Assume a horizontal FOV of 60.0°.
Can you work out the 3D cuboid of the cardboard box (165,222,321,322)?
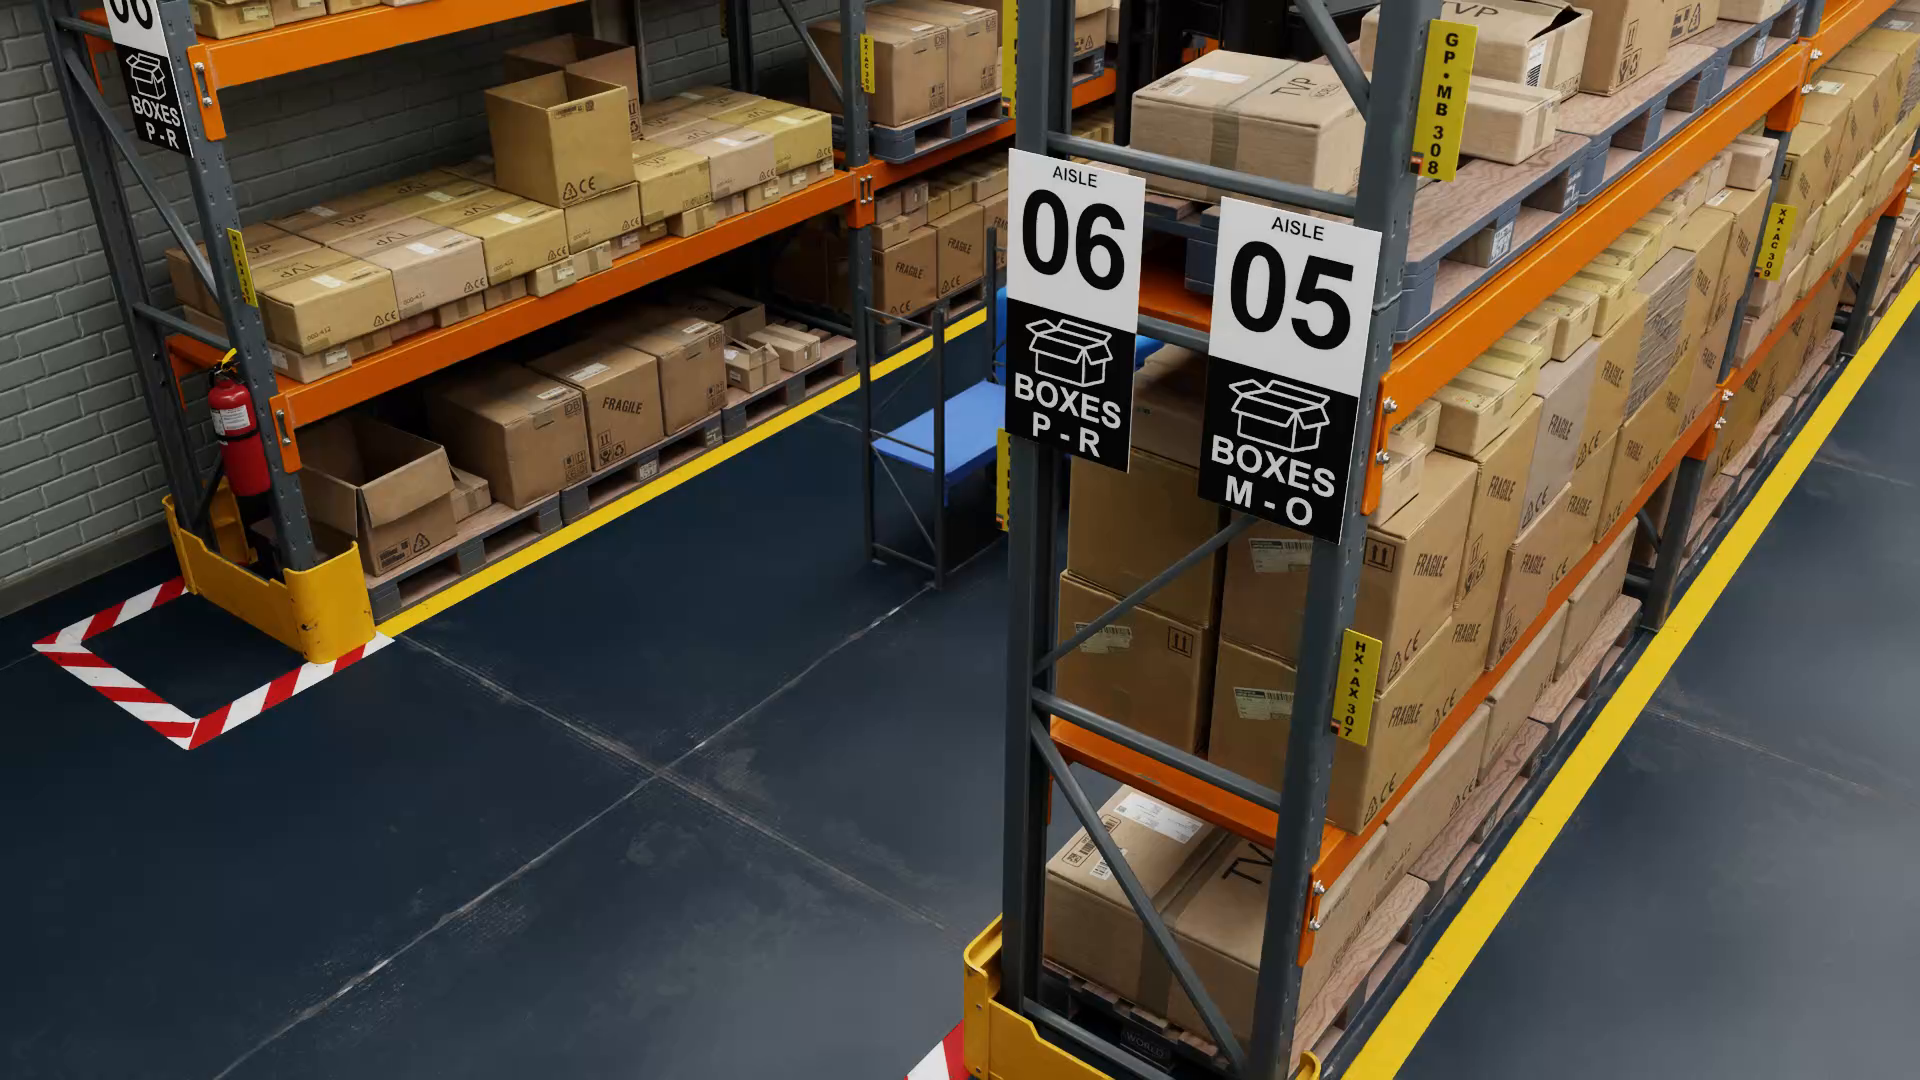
[{"bbox_3d":[-3.323,-1.247,7.767,0.500,0.250,0.500,22,37,33],"label":"cardboard box"}]

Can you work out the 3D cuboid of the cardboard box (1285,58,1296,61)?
[{"bbox_3d":[2.622,-4.116,14.671,0.875,0.625,0.625,19,36,29],"label":"cardboard box"}]

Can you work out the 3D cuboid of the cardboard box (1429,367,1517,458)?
[{"bbox_3d":[1.355,-0.398,4.765,0.380,0.149,0.250,22,37,33],"label":"cardboard box"}]

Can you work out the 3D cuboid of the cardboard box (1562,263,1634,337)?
[{"bbox_3d":[1.975,-0.817,5.472,0.380,0.149,0.250,20,36,30],"label":"cardboard box"}]

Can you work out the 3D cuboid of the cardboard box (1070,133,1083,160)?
[{"bbox_3d":[0.664,-2.863,12.043,0.380,0.149,0.250,21,36,31],"label":"cardboard box"}]

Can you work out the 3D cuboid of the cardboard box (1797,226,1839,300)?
[{"bbox_3d":[4.094,-1.462,8.421,0.500,0.250,0.500,21,36,31],"label":"cardboard box"}]

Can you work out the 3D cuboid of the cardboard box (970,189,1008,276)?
[{"bbox_3d":[0.115,-2.194,11.550,0.500,0.500,0.500,20,36,30],"label":"cardboard box"}]

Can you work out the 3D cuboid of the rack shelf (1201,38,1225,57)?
[{"bbox_3d":[2.647,-4.670,14.393,1.077,0.370,4.000,21,37,31],"label":"rack shelf"}]

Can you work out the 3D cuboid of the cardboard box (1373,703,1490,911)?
[{"bbox_3d":[1.435,0.860,6.459,0.875,0.438,0.875,22,37,33],"label":"cardboard box"}]

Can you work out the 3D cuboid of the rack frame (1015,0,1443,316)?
[{"bbox_3d":[0.570,-1.969,3.246,1.000,3.000,0.127,21,37,31],"label":"rack frame"}]

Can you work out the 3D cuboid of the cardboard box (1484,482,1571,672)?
[{"bbox_3d":[1.694,0.046,5.631,0.500,0.500,0.500,21,37,31],"label":"cardboard box"}]

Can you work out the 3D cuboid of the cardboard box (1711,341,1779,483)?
[{"bbox_3d":[3.835,-0.927,9.044,0.875,0.875,0.875,22,37,33],"label":"cardboard box"}]

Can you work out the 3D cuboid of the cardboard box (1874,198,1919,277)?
[{"bbox_3d":[6.188,-2.219,11.718,0.950,0.372,0.625,20,36,30],"label":"cardboard box"}]

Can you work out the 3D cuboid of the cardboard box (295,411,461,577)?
[{"bbox_3d":[-2.944,-0.241,8.251,0.797,0.503,0.637,20,36,29],"label":"cardboard box"}]

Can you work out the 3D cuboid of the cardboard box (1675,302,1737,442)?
[{"bbox_3d":[2.909,-0.790,7.043,0.500,0.500,0.500,21,37,32],"label":"cardboard box"}]

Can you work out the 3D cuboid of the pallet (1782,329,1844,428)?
[{"bbox_3d":[4.864,-1.143,10.472,1.003,0.211,1.213,21,37,31],"label":"pallet"}]

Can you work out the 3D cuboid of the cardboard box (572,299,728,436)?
[{"bbox_3d":[-1.771,-0.997,9.529,0.700,0.500,0.500,20,36,30],"label":"cardboard box"}]

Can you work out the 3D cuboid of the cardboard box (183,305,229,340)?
[{"bbox_3d":[-3.403,-1.024,7.782,0.380,0.149,0.250,21,36,31],"label":"cardboard box"}]

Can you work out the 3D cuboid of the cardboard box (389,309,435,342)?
[{"bbox_3d":[-2.724,-1.091,7.895,0.380,0.149,0.250,21,36,31],"label":"cardboard box"}]

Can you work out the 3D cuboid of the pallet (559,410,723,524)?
[{"bbox_3d":[-2.126,-0.564,9.494,1.003,0.211,1.213,21,37,31],"label":"pallet"}]

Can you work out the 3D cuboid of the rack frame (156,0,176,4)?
[{"bbox_3d":[-3.389,-3.495,5.821,1.000,3.000,0.127,21,37,31],"label":"rack frame"}]

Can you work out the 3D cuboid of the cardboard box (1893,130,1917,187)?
[{"bbox_3d":[5.301,-2.290,9.819,0.500,0.250,0.500,20,36,30],"label":"cardboard box"}]

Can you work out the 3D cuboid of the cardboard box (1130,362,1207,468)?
[{"bbox_3d":[0.627,-0.348,4.680,0.380,0.149,0.250,22,37,32],"label":"cardboard box"}]

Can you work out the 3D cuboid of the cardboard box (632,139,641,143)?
[{"bbox_3d":[-2.099,-2.070,9.157,0.500,0.250,0.500,22,37,32],"label":"cardboard box"}]

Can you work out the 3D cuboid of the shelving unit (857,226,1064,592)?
[{"bbox_3d":[0.033,-0.673,8.415,0.538,1.500,1.048,22,37,32],"label":"shelving unit"}]

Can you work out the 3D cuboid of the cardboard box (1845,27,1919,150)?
[{"bbox_3d":[4.688,-2.412,8.799,0.500,0.500,0.500,21,37,31],"label":"cardboard box"}]

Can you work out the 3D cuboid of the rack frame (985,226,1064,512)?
[{"bbox_3d":[0.344,-0.878,8.761,0.500,1.500,0.032,22,37,32],"label":"rack frame"}]

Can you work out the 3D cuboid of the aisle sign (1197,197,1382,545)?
[{"bbox_3d":[0.758,-0.388,3.913,0.394,0.787,0.004,21,37,31],"label":"aisle sign"}]

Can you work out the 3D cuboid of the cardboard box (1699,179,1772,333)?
[{"bbox_3d":[2.920,-1.211,6.772,0.500,0.500,0.500,21,36,31],"label":"cardboard box"}]

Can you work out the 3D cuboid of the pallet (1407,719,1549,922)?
[{"bbox_3d":[1.728,0.968,6.909,1.003,0.211,1.213,21,37,31],"label":"pallet"}]

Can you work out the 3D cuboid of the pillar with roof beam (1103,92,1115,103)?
[{"bbox_3d":[4.941,-6.229,10.435,9.100,9.000,0.400,21,37,31],"label":"pillar with roof beam"}]

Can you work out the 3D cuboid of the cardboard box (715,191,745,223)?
[{"bbox_3d":[-1.423,-1.901,9.262,0.380,0.149,0.250,22,37,33],"label":"cardboard box"}]

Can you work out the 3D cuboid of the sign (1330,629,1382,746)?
[{"bbox_3d":[1.009,0.378,4.243,0.100,0.325,0.005,21,37,31],"label":"sign"}]

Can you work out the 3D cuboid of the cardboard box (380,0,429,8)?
[{"bbox_3d":[-2.473,-2.438,7.226,0.380,0.149,0.250,22,37,32],"label":"cardboard box"}]

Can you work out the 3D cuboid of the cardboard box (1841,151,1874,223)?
[{"bbox_3d":[4.397,-1.881,8.638,0.500,0.250,0.500,20,36,30],"label":"cardboard box"}]

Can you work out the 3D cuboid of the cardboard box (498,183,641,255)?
[{"bbox_3d":[-2.001,-1.706,8.542,0.500,0.250,0.500,20,36,30],"label":"cardboard box"}]

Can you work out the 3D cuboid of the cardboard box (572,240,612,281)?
[{"bbox_3d":[-2.012,-1.477,8.547,0.380,0.149,0.250,22,37,32],"label":"cardboard box"}]

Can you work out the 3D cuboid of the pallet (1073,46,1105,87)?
[{"bbox_3d":[0.270,-3.292,11.551,1.003,0.211,1.213,21,37,31],"label":"pallet"}]

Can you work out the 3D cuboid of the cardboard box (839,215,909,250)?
[{"bbox_3d":[-0.546,-1.989,10.567,0.380,0.149,0.250,23,38,33],"label":"cardboard box"}]

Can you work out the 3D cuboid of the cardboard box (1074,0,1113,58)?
[{"bbox_3d":[0.602,-3.671,11.489,0.797,0.503,0.637,20,36,30],"label":"cardboard box"}]

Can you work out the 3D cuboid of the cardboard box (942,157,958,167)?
[{"bbox_3d":[-0.235,-2.702,11.771,0.380,0.149,0.250,22,37,32],"label":"cardboard box"}]

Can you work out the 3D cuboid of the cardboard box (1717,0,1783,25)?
[{"bbox_3d":[2.695,-1.955,5.901,0.380,0.149,0.250,22,37,32],"label":"cardboard box"}]

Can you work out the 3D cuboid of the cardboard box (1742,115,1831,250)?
[{"bbox_3d":[3.480,-1.578,7.391,0.500,0.500,0.500,22,37,32],"label":"cardboard box"}]

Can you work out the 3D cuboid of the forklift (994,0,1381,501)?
[{"bbox_3d":[1.628,-1.981,9.218,3.031,2.935,1.130,-23,38,-33],"label":"forklift"}]

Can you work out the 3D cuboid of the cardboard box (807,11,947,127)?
[{"bbox_3d":[-0.504,-2.892,10.177,0.700,0.500,0.500,22,37,32],"label":"cardboard box"}]

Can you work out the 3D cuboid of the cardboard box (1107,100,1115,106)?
[{"bbox_3d":[1.344,-3.272,12.732,0.380,0.149,0.250,19,36,29],"label":"cardboard box"}]

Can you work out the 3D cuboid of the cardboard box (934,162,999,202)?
[{"bbox_3d":[0.041,-2.439,11.326,0.380,0.149,0.250,21,37,31],"label":"cardboard box"}]

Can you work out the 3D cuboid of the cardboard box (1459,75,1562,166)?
[{"bbox_3d":[1.411,-1.166,4.569,0.380,0.149,0.250,23,37,33],"label":"cardboard box"}]

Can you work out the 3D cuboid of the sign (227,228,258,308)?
[{"bbox_3d":[-2.956,-1.120,6.849,0.100,0.325,0.005,21,37,31],"label":"sign"}]

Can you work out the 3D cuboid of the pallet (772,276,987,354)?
[{"bbox_3d":[-0.514,-1.683,11.383,1.003,0.211,1.213,21,37,31],"label":"pallet"}]

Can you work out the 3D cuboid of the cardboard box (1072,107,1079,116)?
[{"bbox_3d":[0.695,-3.335,12.839,0.380,0.149,0.250,22,37,33],"label":"cardboard box"}]

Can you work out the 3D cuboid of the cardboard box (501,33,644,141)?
[{"bbox_3d":[-2.086,-2.403,8.982,0.500,0.500,0.500,20,36,30],"label":"cardboard box"}]

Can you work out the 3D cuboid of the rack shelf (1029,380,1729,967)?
[{"bbox_3d":[1.778,0.108,6.331,1.077,0.370,4.000,21,37,31],"label":"rack shelf"}]

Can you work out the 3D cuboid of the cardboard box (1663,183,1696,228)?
[{"bbox_3d":[2.510,-1.263,6.224,0.380,0.149,0.250,21,36,31],"label":"cardboard box"}]

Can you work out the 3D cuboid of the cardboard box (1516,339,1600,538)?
[{"bbox_3d":[1.698,-0.393,5.392,0.500,0.500,0.500,21,36,31],"label":"cardboard box"}]
